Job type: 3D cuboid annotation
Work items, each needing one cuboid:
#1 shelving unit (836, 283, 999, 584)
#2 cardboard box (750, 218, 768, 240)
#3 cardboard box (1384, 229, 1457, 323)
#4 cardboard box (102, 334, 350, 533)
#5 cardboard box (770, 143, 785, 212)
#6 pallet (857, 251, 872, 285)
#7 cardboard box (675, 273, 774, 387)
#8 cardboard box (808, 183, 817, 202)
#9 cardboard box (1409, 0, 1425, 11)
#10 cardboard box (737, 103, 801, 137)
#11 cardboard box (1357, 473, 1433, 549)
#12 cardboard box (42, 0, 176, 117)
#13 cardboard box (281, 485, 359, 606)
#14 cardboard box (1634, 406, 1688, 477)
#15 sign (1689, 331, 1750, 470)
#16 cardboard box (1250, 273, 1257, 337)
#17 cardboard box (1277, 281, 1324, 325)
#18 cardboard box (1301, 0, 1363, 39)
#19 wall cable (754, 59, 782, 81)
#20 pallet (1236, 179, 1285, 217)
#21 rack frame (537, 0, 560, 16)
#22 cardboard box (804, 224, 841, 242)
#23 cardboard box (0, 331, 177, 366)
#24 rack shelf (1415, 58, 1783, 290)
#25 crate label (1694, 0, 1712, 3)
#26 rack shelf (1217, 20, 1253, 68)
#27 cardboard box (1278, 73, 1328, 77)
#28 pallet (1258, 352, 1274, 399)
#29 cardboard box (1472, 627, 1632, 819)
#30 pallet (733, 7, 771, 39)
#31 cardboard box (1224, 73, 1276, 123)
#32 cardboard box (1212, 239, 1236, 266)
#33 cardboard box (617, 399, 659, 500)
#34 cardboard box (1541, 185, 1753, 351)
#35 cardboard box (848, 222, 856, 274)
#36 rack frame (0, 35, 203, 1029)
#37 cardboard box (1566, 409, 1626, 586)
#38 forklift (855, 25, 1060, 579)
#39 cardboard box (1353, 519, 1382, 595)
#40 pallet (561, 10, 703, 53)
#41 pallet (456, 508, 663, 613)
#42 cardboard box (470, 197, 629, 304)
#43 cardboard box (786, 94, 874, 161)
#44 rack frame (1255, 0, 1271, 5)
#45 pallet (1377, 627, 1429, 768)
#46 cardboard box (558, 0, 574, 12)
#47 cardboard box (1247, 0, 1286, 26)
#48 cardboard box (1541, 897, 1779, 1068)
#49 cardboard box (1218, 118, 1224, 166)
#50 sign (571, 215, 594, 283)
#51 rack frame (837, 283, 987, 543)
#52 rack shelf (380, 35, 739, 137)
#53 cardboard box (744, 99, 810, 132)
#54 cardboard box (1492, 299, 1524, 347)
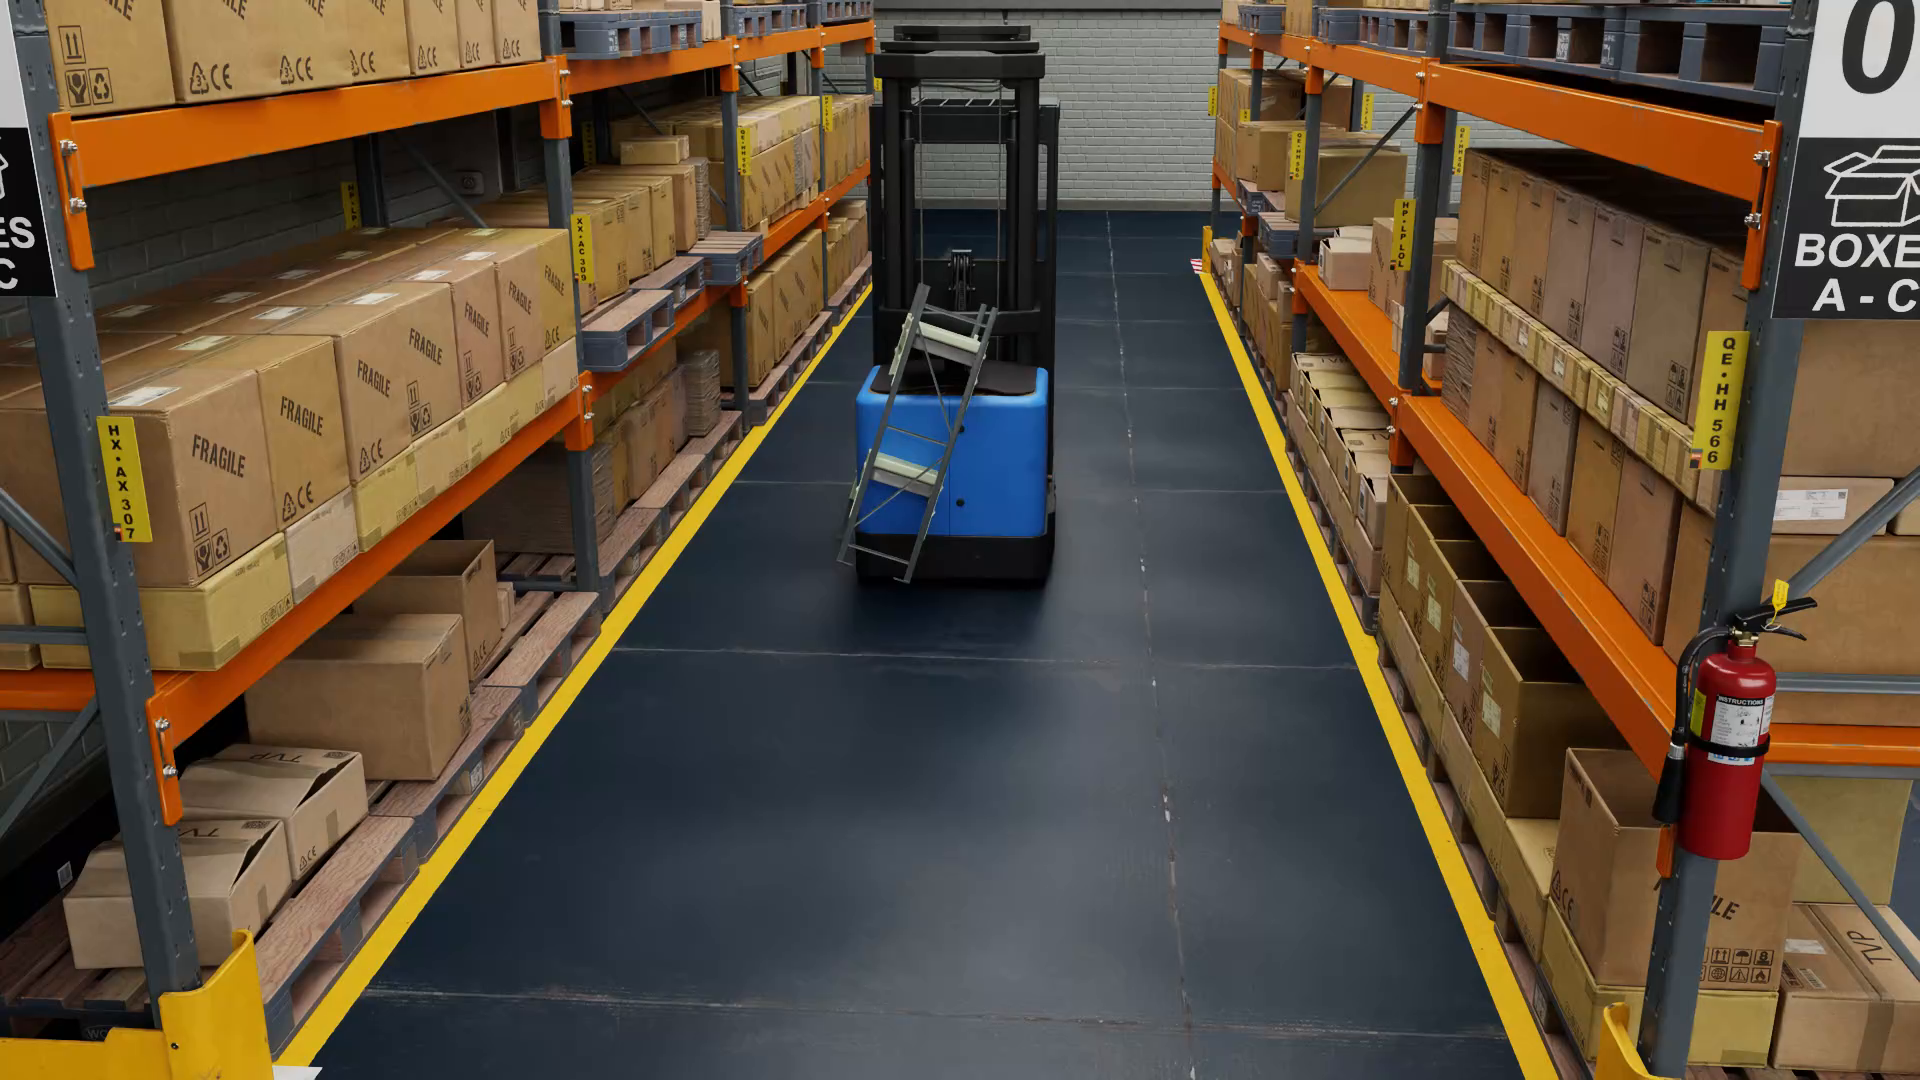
[{"bbox_3d":[-0.247,-0.596,8.947,0.431,1.500,0.755,17,8,-6],"label":"shelving unit"},{"bbox_3d":[-1.684,-2.382,12.746,0.380,0.149,0.250,2,18,6],"label":"cardboard box"},{"bbox_3d":[2.731,-1.489,9.489,0.500,0.500,0.500,1,18,4],"label":"cardboard box"},{"bbox_3d":[-2.263,-0.341,5.150,0.500,0.500,0.500,1,18,4],"label":"cardboard box"},{"bbox_3d":[-1.695,-2.896,13.273,0.500,0.500,0.500,1,18,4],"label":"cardboard box"},{"bbox_3d":[-1.474,-3.145,19.183,1.003,0.211,1.213,1,18,4],"label":"pallet"},{"bbox_3d":[-1.885,-1.639,12.887,0.750,0.750,0.750,1,18,3],"label":"cardboard box"},{"bbox_3d":[-1.518,-3.178,15.176,0.380,0.149,0.250,2,18,5],"label":"cardboard box"},{"bbox_3d":[2.784,-3.030,9.103,0.500,0.250,0.500,0,18,-1],"label":"cardboard box"},{"bbox_3d":[-1.643,-3.565,14.111,0.500,0.250,0.500,2,18,5],"label":"cardboard box"},{"bbox_3d":[2.329,-0.176,8.483,0.500,0.311,0.500,1,18,4],"label":"cardboard box"},{"bbox_3d":[-2.369,-1.332,4.161,0.500,0.500,0.500,2,18,5],"label":"cardboard box"},{"bbox_3d":[-2.267,0.005,5.301,0.500,0.250,0.500,1,18,2],"label":"cardboard box"},{"bbox_3d":[2.172,-0.281,4.762,0.380,0.149,0.250,1,18,3],"label":"cardboard box"},{"bbox_3d":[1.759,-0.321,3.845,0.100,0.325,0.005,1,18,4],"label":"sign"},{"bbox_3d":[2.855,-2.079,14.759,0.500,0.500,0.500,2,18,5],"label":"cardboard box"},{"bbox_3d":[2.706,-1.817,12.755,0.500,0.250,0.500,2,18,6],"label":"cardboard box"},{"bbox_3d":[2.870,-3.736,11.528,0.910,0.500,0.500,1,18,4],"label":"cardboard box"},{"bbox_3d":[-2.347,-5.622,20.632,0.084,1.984,1.851,1,18,4],"label":"wall cable"},{"bbox_3d":[2.993,-3.032,14.666,1.003,0.211,1.213,1,18,4],"label":"pallet"},{"bbox_3d":[-2.355,-3.844,7.204,1.000,3.000,0.127,1,18,4],"label":"rack frame"},{"bbox_3d":[-1.419,-3.130,16.957,0.380,0.149,0.250,2,18,6],"label":"cardboard box"},{"bbox_3d":[-2.774,-0.353,5.188,0.500,0.500,0.500,2,18,5],"label":"cardboard box"},{"bbox_3d":[2.443,-1.346,5.553,1.077,0.370,4.000,1,18,4],"label":"rack shelf"},{"bbox_3d":[7.998,-5.575,17.541,0.408,0.251,0.502,1,18,4],"label":"crate label"},{"bbox_3d":[3.303,-5.073,16.927,1.077,0.370,4.000,1,18,4],"label":"rack shelf"},{"bbox_3d":[3.621,-4.671,17.595,0.500,0.500,0.500,2,18,5],"label":"cardboard box"},{"bbox_3d":[3.054,-1.410,13.888,1.003,0.211,1.213,1,18,4],"label":"pallet"},{"bbox_3d":[2.098,0.625,5.736,0.500,0.500,0.500,1,18,4],"label":"cardboard box"},{"bbox_3d":[-2.075,-3.773,12.105,1.213,0.211,1.003,2,18,6],"label":"pallet"},{"bbox_3d":[3.081,-4.684,17.634,0.500,0.500,0.500,2,18,5],"label":"cardboard box"},{"bbox_3d":[3.089,-3.196,18.568,0.500,0.250,0.500,1,18,4],"label":"cardboard box"},{"bbox_3d":[-2.255,-0.563,10.131,0.700,0.500,0.500,1,18,5],"label":"cardboard box"},{"bbox_3d":[2.453,-0.943,5.738,0.700,0.500,0.500,1,18,4],"label":"cardboard box"},{"bbox_3d":[-1.517,-3.201,18.214,0.700,0.500,0.500,1,18,2],"label":"cardboard box"},{"bbox_3d":[-2.642,0.249,4.346,1.000,3.000,0.127,1,18,4],"label":"rack frame"},{"bbox_3d":[2.420,-0.151,5.407,0.700,0.500,0.500,1,18,4],"label":"cardboard box"},{"bbox_3d":[0.040,-1.589,10.064,1.130,2.935,3.031,1,18,3],"label":"forklift"},{"bbox_3d":[2.327,0.088,8.579,0.500,0.250,0.500,1,18,3],"label":"cardboard box"},{"bbox_3d":[-2.133,-2.841,9.261,1.213,0.211,1.003,1,18,4],"label":"pallet"},{"bbox_3d":[-2.301,0.090,9.310,1.003,0.211,1.213,1,18,4],"label":"pallet"},{"bbox_3d":[-2.237,-1.581,9.063,0.700,0.500,0.500,3,18,10],"label":"cardboard box"},{"bbox_3d":[-1.521,-4.704,18.981,0.980,0.700,0.700,2,18,6],"label":"cardboard box"},{"bbox_3d":[3.160,-6.220,14.452,1.000,3.000,0.127,1,18,4],"label":"rack frame"},{"bbox_3d":[2.487,0.687,7.487,1.003,0.211,1.213,1,18,4],"label":"pallet"},{"bbox_3d":[-2.236,-2.834,8.102,0.500,0.500,0.500,4,19,12],"label":"cardboard box"},{"bbox_3d":[2.929,-4.880,15.422,0.500,0.250,0.500,1,18,4],"label":"cardboard box"},{"bbox_3d":[2.043,1.292,4.904,0.500,0.250,0.500,1,18,4],"label":"cardboard box"},{"bbox_3d":[3.120,-4.366,18.270,0.500,0.500,0.500,1,18,3],"label":"cardboard box"},{"bbox_3d":[-1.813,-1.395,7.973,0.100,0.325,0.005,1,18,4],"label":"sign"},{"bbox_3d":[-0.270,-0.657,9.307,0.400,1.500,0.023,17,8,-6],"label":"rack frame"},{"bbox_3d":[-2.212,-2.698,9.678,1.077,0.370,4.000,1,18,4],"label":"rack shelf"},{"bbox_3d":[-1.606,-3.723,14.595,0.500,0.250,0.500,2,18,5],"label":"cardboard box"},{"bbox_3d":[2.302,-0.843,6.477,0.380,0.149,0.250,1,18,2],"label":"cardboard box"}]
